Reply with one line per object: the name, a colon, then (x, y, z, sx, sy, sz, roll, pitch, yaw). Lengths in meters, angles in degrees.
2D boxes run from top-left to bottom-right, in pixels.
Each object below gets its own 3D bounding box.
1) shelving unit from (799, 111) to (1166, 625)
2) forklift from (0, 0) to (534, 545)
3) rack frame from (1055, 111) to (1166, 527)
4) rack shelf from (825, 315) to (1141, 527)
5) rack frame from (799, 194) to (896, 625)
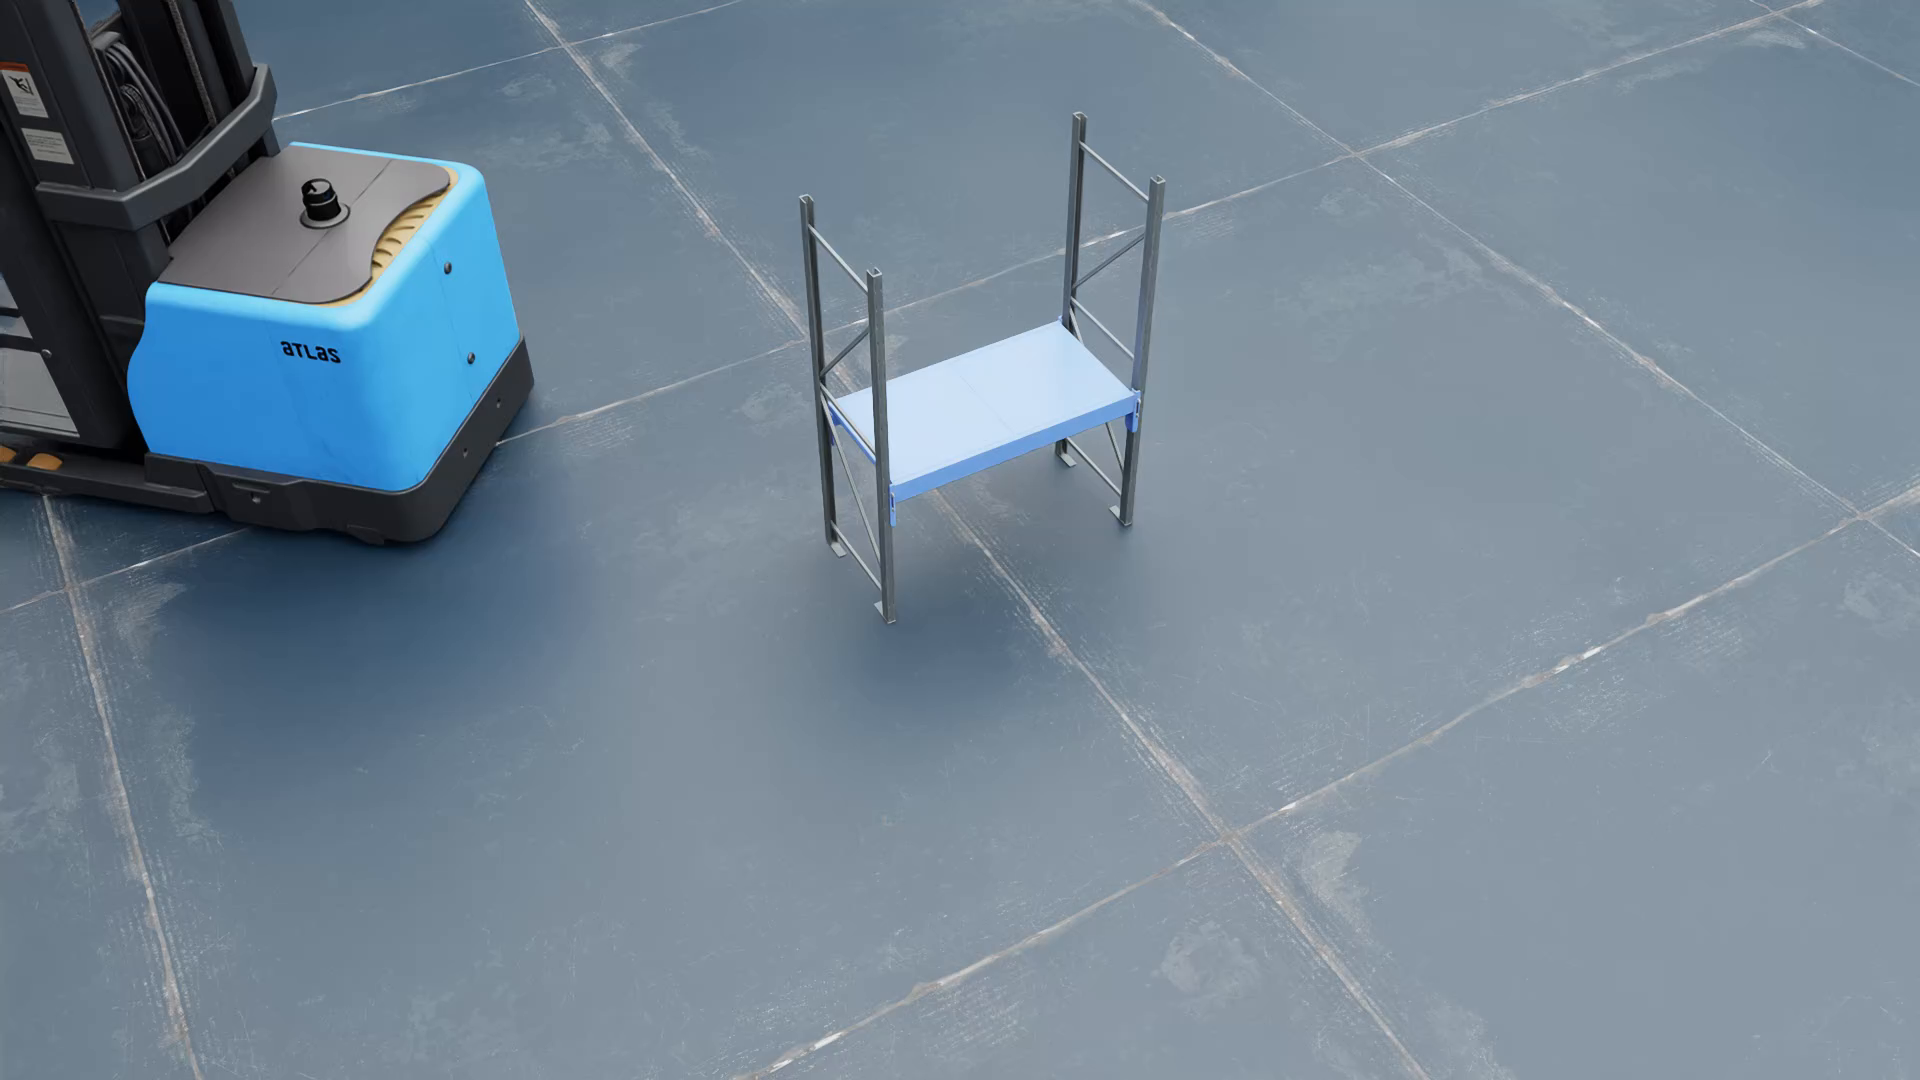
shelving unit: (0.074, -0.568, 5.758, 1.048, 1.500, 0.538, -22, 48, -21)
forklift: (-3.315, -1.570, 5.763, 3.031, 2.935, 1.130, 9, 45, 9)
rack frame: (0.515, -0.744, 5.940, 0.032, 1.500, 0.500, -22, 48, -21)
rack shelf: (0.074, -0.439, 5.883, 1.000, 0.185, 0.538, -22, 48, -21)
rack frame: (-0.367, -0.391, 5.576, 0.032, 1.500, 0.500, -22, 48, -21)
